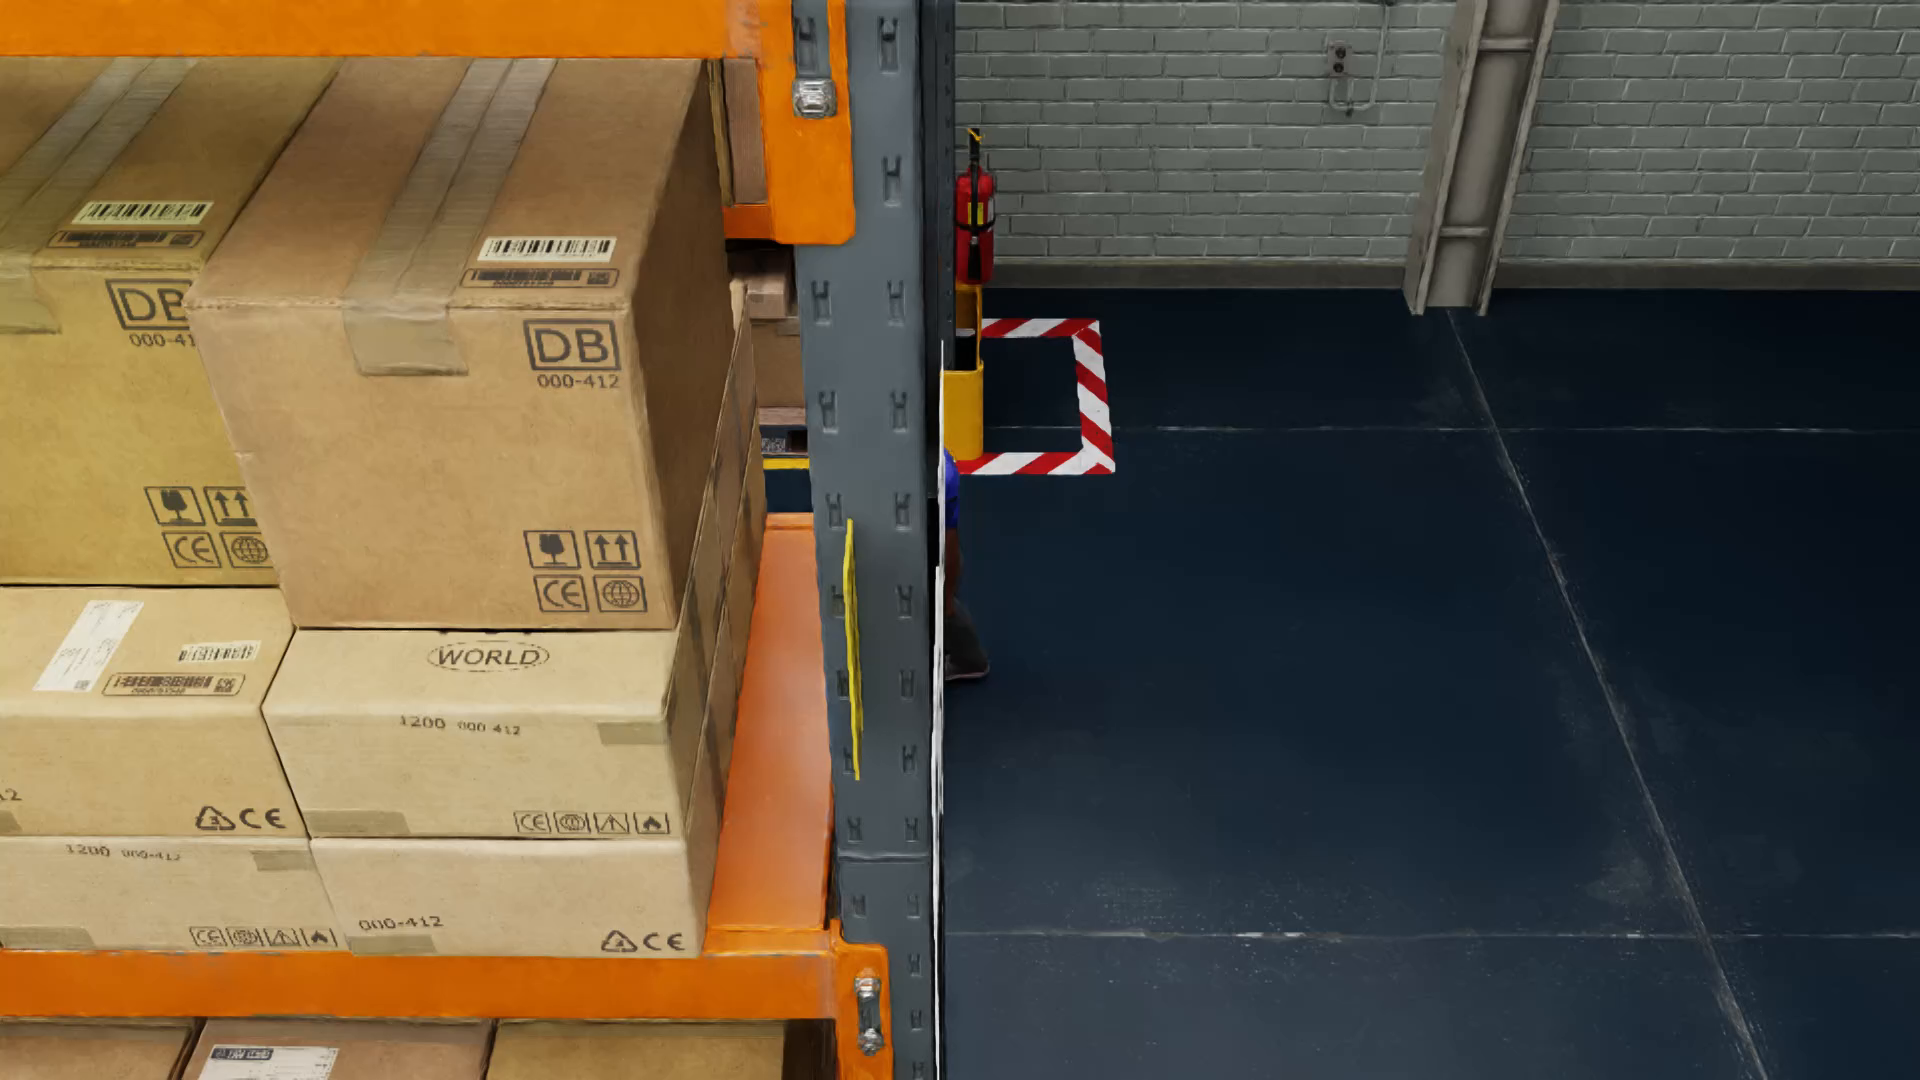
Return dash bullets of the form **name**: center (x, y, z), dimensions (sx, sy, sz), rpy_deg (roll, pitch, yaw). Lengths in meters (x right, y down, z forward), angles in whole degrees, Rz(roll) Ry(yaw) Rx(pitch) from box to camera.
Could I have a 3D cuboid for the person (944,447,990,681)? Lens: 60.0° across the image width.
- **person**: center (-0.133, 0.061, 6.087), dimensions (0.650, 1.654, 0.469), rpy_deg (-18, 43, -21)
